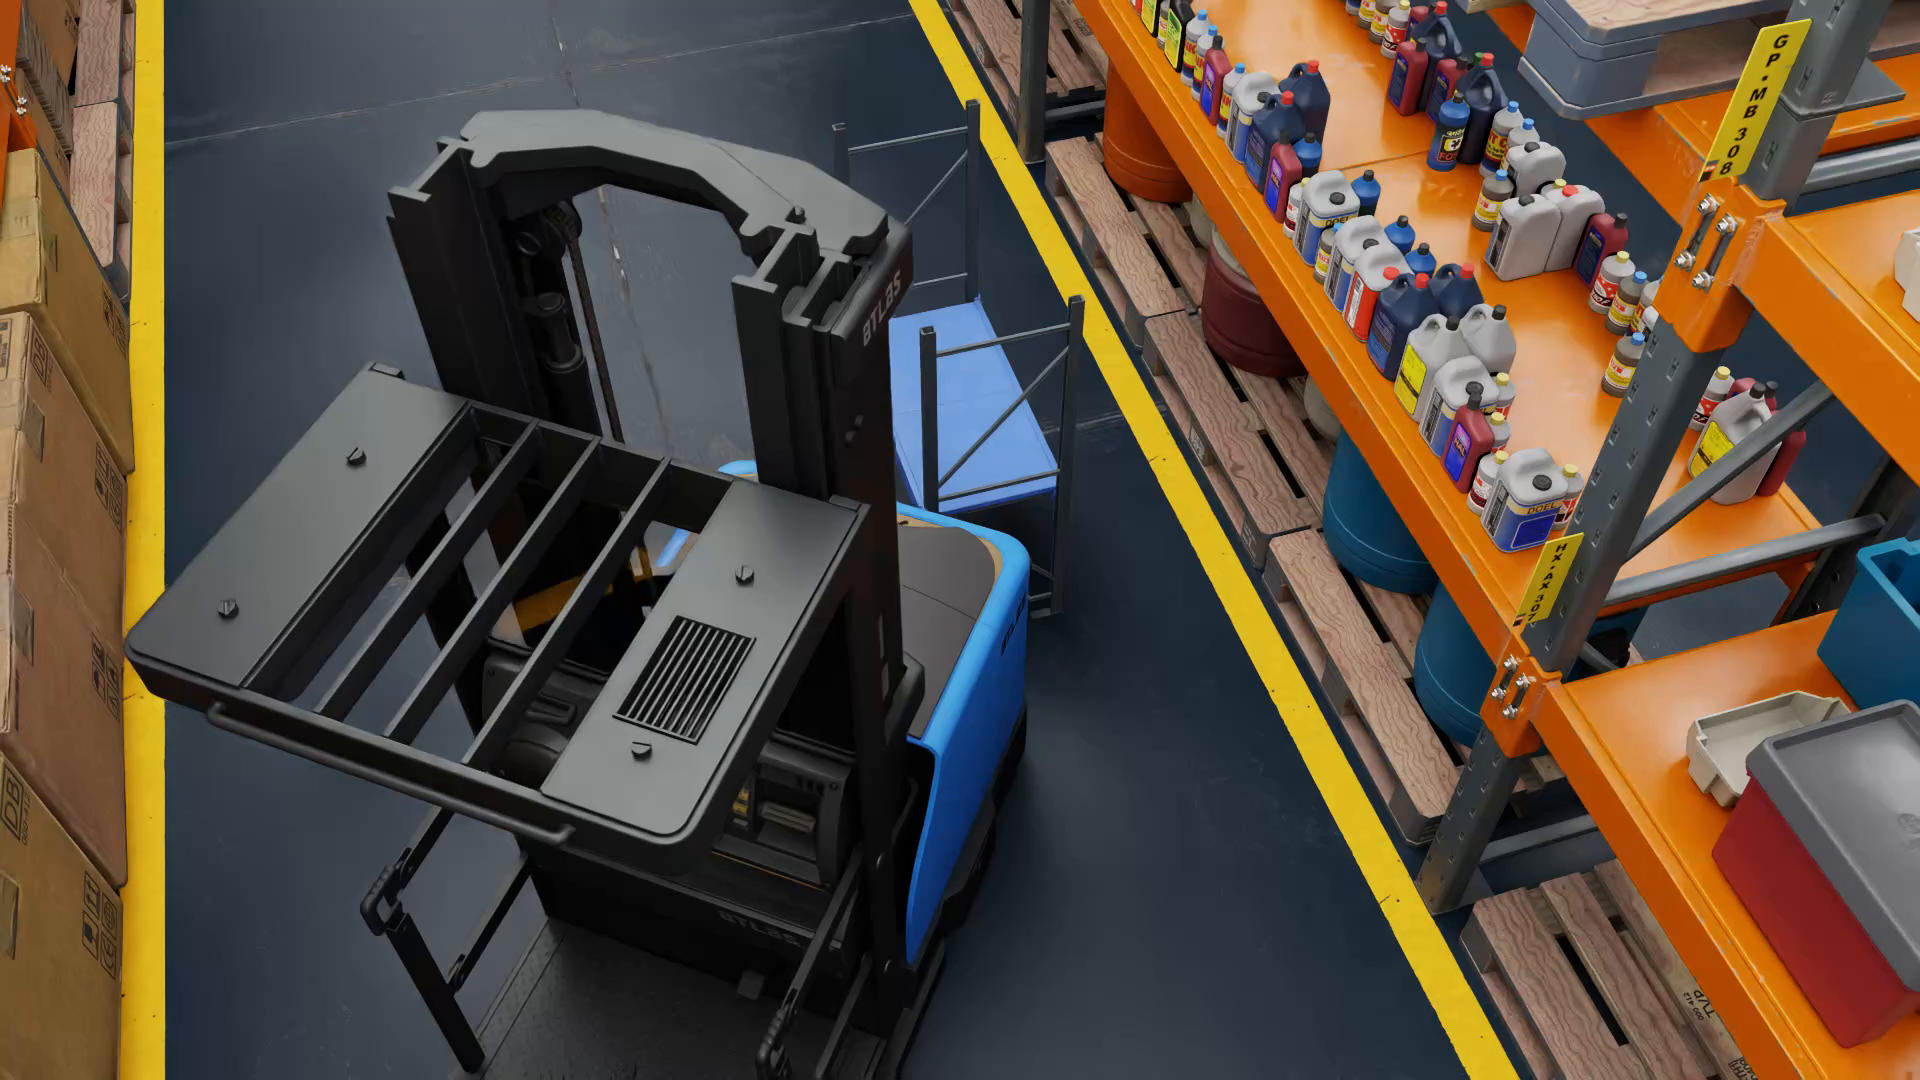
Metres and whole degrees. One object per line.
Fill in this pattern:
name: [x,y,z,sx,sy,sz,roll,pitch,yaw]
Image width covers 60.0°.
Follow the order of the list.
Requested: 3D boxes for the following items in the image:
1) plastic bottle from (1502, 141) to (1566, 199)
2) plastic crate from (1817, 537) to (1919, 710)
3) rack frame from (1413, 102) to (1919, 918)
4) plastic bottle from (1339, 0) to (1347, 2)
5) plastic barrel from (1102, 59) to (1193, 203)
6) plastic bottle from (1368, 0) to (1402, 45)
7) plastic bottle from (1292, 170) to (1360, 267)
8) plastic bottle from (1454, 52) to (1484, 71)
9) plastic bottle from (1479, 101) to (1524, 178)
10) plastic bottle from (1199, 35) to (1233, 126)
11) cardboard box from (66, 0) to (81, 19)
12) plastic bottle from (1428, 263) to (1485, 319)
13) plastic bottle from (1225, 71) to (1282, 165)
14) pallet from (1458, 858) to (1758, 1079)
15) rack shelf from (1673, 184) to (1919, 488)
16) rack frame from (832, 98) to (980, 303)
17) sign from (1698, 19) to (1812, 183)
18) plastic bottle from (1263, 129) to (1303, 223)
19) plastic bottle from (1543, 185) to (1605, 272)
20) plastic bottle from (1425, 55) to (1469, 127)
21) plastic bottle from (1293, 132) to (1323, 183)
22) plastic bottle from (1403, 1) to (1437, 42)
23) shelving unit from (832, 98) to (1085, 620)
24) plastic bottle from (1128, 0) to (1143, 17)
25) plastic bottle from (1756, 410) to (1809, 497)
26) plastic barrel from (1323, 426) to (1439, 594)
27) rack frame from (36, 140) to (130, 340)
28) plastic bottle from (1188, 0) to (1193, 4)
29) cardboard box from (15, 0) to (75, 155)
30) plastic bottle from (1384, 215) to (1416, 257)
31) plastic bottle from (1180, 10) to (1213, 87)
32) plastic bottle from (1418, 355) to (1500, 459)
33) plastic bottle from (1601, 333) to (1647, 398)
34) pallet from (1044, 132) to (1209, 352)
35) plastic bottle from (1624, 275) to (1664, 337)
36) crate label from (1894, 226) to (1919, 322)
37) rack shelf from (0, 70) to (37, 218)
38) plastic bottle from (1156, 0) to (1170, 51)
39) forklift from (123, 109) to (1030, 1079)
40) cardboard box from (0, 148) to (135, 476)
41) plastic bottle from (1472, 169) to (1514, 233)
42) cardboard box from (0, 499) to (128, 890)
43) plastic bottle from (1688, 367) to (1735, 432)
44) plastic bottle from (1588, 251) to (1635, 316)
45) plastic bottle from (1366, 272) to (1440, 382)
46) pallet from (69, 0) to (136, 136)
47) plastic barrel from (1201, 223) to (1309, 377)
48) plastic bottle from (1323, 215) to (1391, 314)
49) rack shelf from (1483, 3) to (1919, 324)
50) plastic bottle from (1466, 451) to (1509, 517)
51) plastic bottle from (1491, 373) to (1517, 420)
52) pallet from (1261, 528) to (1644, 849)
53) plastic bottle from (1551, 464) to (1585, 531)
plastic bottle: [1.831,-1.164,5.351,0.152,0.276,0.135,-13,51,-11]
plastic crate: [2.410,0.315,3.994,0.392,0.384,0.575,-13,51,-11]
rack frame: [1.946,0.066,4.233,1.000,3.000,0.127,-13,51,-11]
plastic bottle: [1.462,-2.123,6.208,0.097,0.201,0.097,0,50,0]
plastic barrel: [0.924,-1.938,7.067,0.600,0.830,0.708,-13,51,-11]
plastic bottle: [1.548,-1.909,6.028,0.097,0.201,0.097,0,50,0]
plastic bottle: [1.155,-1.012,5.222,0.152,0.276,0.135,-13,51,-11]
plastic bottle: [1.722,-1.552,5.673,0.061,0.283,0.133,-13,51,-11]
plastic bottle: [1.794,-1.325,5.489,0.097,0.271,0.097,0,50,0]
plastic bottle: [0.880,-1.575,5.692,0.061,0.283,0.133,-13,51,-11]
cardboard box: [-4.701,-2.779,7.978,0.700,0.500,0.500,-17,52,-14]
plastic bottle: [1.445,-0.684,4.897,0.144,0.351,0.185,-13,51,-11]
plastic bottle: [0.993,-1.414,5.561,0.152,0.276,0.135,-13,51,-11]
pallet: [2.201,1.493,4.854,1.003,0.211,1.213,-13,51,-11]
rack shelf: [2.538,0.791,2.130,1.077,0.370,4.000,-13,51,-11]
rack frame: [-0.176,-0.917,6.042,0.500,1.500,0.032,-13,51,-11]
sign: [1.420,-0.781,2.979,0.100,0.325,0.005,-13,51,-11]
plastic bottle: [1.043,-1.173,5.353,0.061,0.283,0.133,-13,51,-11]
plastic bottle: [1.899,-0.995,5.208,0.152,0.276,0.135,-13,51,-11]
plastic bottle: [1.664,-1.538,5.661,0.061,0.283,0.133,-13,51,-11]
plastic bottle: [1.113,-1.200,5.384,0.097,0.271,0.097,0,50,0]
plastic bottle: [1.628,-1.785,5.869,0.061,0.283,0.133,-13,51,-11]
shelving unit: [-0.025,-0.546,5.729,0.538,1.500,1.048,-13,51,-11]
plastic bottle: [0.719,-2.089,6.130,0.152,0.276,0.135,-13,51,-11]
plastic bottle: [2.245,-0.261,4.585,0.061,0.283,0.133,-13,51,-11]
plastic barrel: [1.592,-0.312,5.649,0.600,0.901,0.708,-13,51,-11]
rack frame: [-3.968,-1.736,5.752,1.000,3.000,0.127,-13,51,-11]
plastic bottle: [0.833,-2.107,6.194,0.097,0.201,0.097,0,50,0]
cardboard box: [-4.362,-1.959,7.287,0.700,0.500,0.500,-17,52,-14]
plastic bottle: [1.337,-0.883,5.117,0.097,0.271,0.097,0,50,0]
plastic bottle: [0.835,-1.731,5.831,0.097,0.271,0.097,0,50,0]
plastic bottle: [1.413,-0.376,4.686,0.152,0.276,0.135,-13,51,-11]
plastic bottle: [1.951,-0.520,4.856,0.097,0.201,0.097,0,50,0]
pallet: [1.036,-1.391,7.284,1.003,0.211,1.213,-13,51,-11]
plastic bottle: [2.057,-0.675,4.942,0.097,0.271,0.097,0,50,0]
crate label: [1.815,-0.394,2.830,0.293,0.136,0.466,-13,51,-11]
rack shelf: [-3.377,-0.043,4.795,1.077,0.370,4.000,-13,51,-11]
plastic bottle: [0.767,-1.877,6.000,0.097,0.201,0.097,0,50,0]
forklift: [-0.777,0.670,3.768,1.130,2.935,3.031,16,52,13]
cardboard box: [-3.784,-0.678,5.975,1.225,0.875,0.875,-15,52,-13]
plastic bottle: [1.717,-1.099,5.344,0.097,0.201,0.097,0,50,0]
cardboard box: [-3.259,0.620,4.881,1.225,0.875,0.875,-15,51,-12]
plastic bottle: [2.154,-0.412,4.766,0.097,0.201,0.097,0,50,0]
plastic bottle: [1.999,-0.795,5.088,0.097,0.201,0.097,0,50,0]
plastic bottle: [1.307,-0.651,4.869,0.144,0.351,0.185,-13,51,-11]
pallet: [-4.555,-2.298,8.049,1.003,0.211,1.213,-13,51,-11]
plastic barrel: [1.258,-1.036,6.464,0.600,0.588,0.708,-13,51,-11]
plastic bottle: [1.224,-0.843,5.080,0.152,0.276,0.135,-13,51,-11]
rack shelf: [1.355,-2.130,4.593,1.077,0.370,4.000,-13,51,-11]
plastic bottle: [1.460,-0.164,4.556,0.097,0.201,0.097,0,50,0]
plastic bottle: [1.526,-0.394,4.750,0.097,0.201,0.097,0,50,0]
pallet: [1.758,0.391,5.782,1.003,0.211,1.213,-13,51,-11]
plastic bottle: [1.634,-0.127,4.525,0.097,0.201,0.097,0,50,0]
